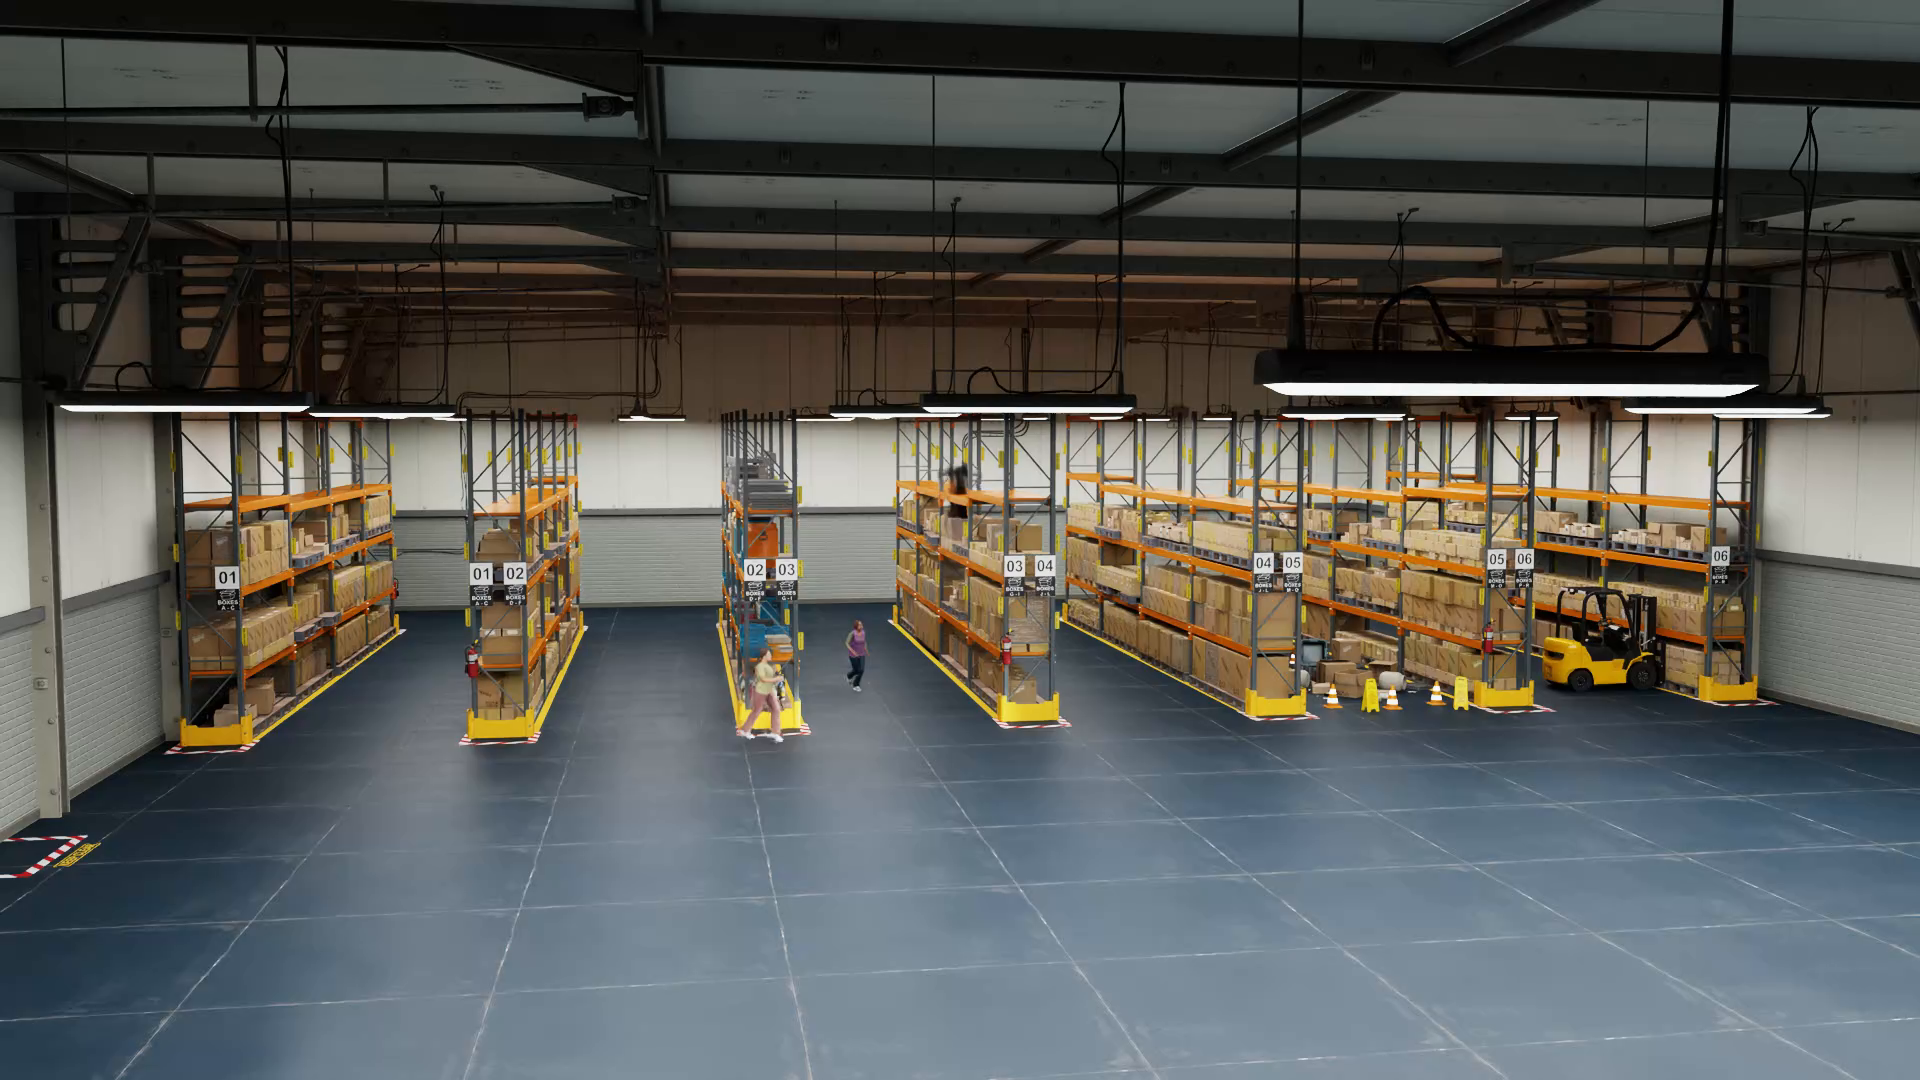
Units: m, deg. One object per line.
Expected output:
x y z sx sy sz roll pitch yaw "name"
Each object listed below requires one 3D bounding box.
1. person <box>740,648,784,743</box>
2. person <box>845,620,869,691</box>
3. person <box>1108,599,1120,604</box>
-3.569 2.791 29.912 0.839 1.718 0.523 1 4 17 "person"
-2.253 2.474 35.738 0.539 1.534 0.577 -3 5 -32 "person"
4.751 1.375 51.291 0.608 1.579 0.559 -2 4 -26 "person"
